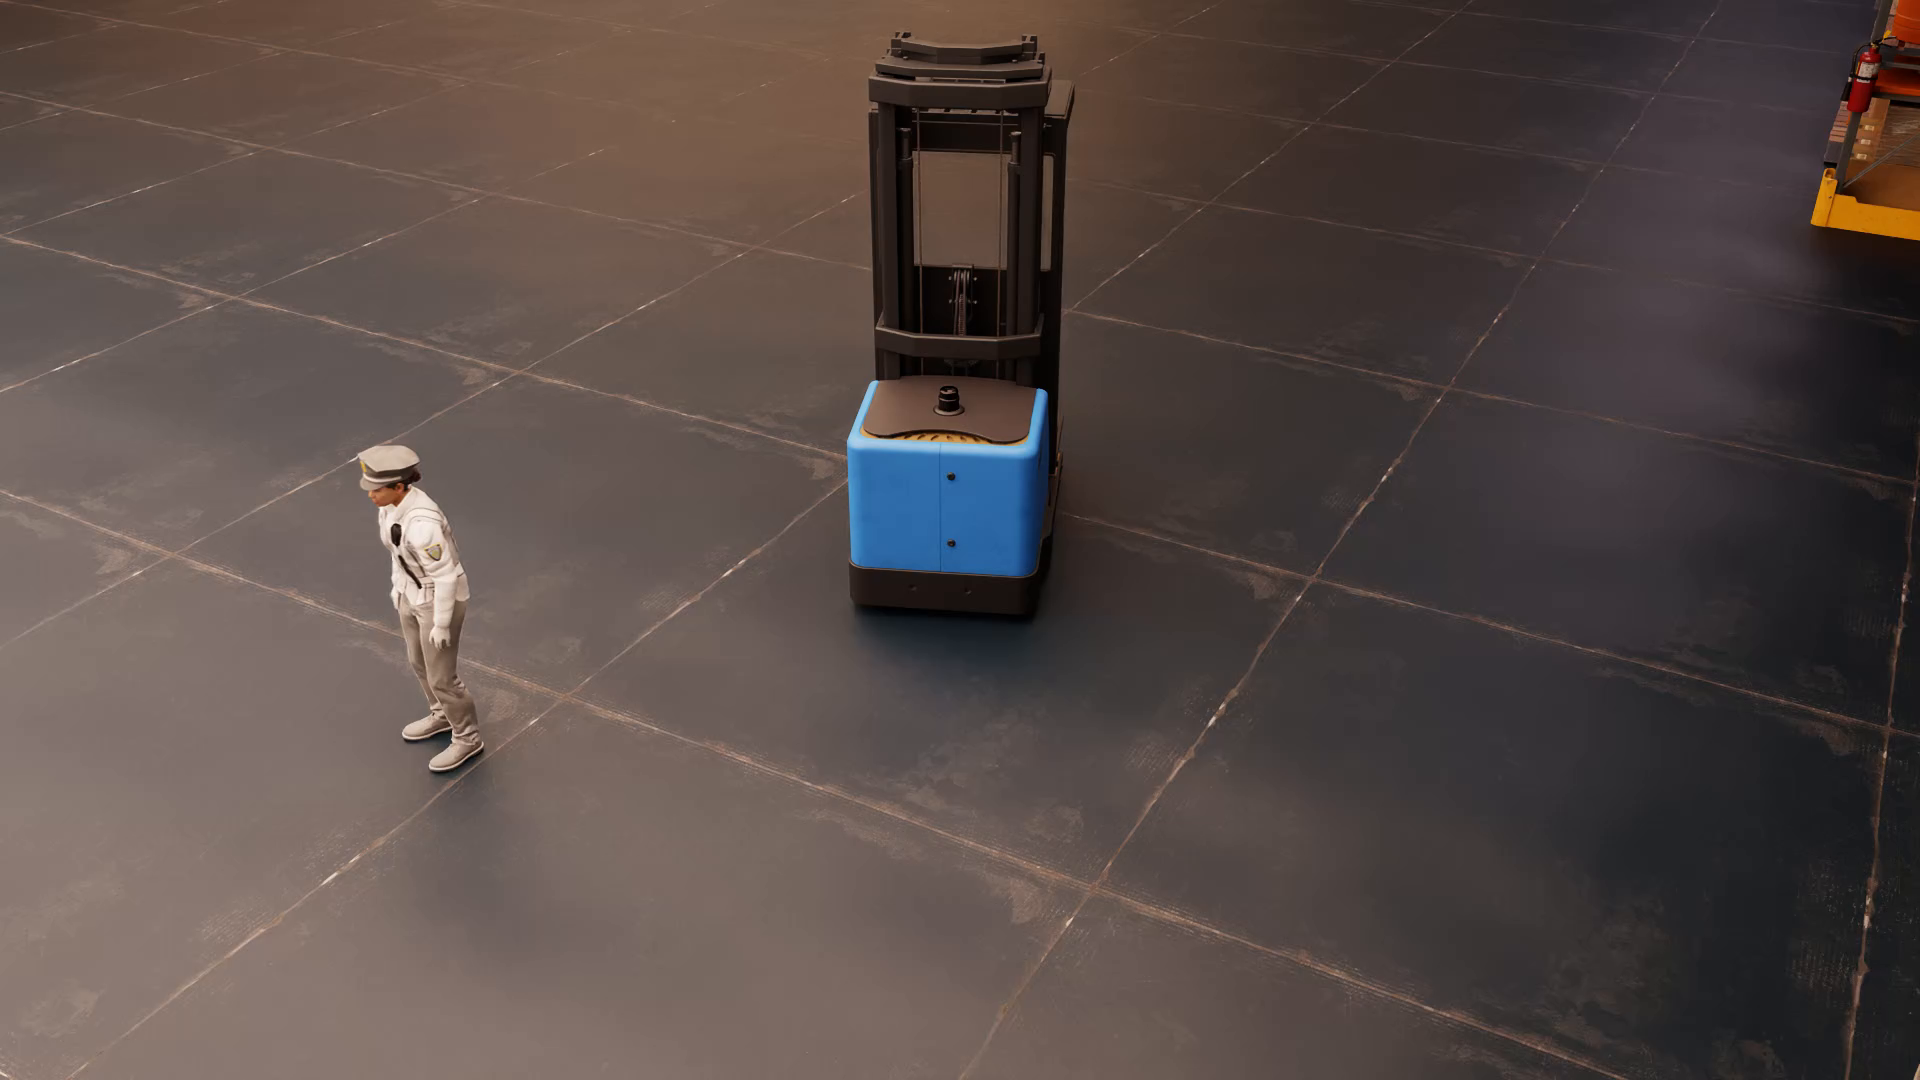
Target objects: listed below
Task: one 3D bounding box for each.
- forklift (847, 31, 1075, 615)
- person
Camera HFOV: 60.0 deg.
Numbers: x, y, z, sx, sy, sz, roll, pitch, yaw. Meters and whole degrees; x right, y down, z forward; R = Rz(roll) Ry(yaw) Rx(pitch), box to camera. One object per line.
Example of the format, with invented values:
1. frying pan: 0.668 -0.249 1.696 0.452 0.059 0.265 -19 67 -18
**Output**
1. forklift: 0.072 -1.572 9.794 1.130 2.935 3.031 3 30 6
2. person: -2.509 0.306 7.811 0.377 1.663 0.538 -22 37 -33
